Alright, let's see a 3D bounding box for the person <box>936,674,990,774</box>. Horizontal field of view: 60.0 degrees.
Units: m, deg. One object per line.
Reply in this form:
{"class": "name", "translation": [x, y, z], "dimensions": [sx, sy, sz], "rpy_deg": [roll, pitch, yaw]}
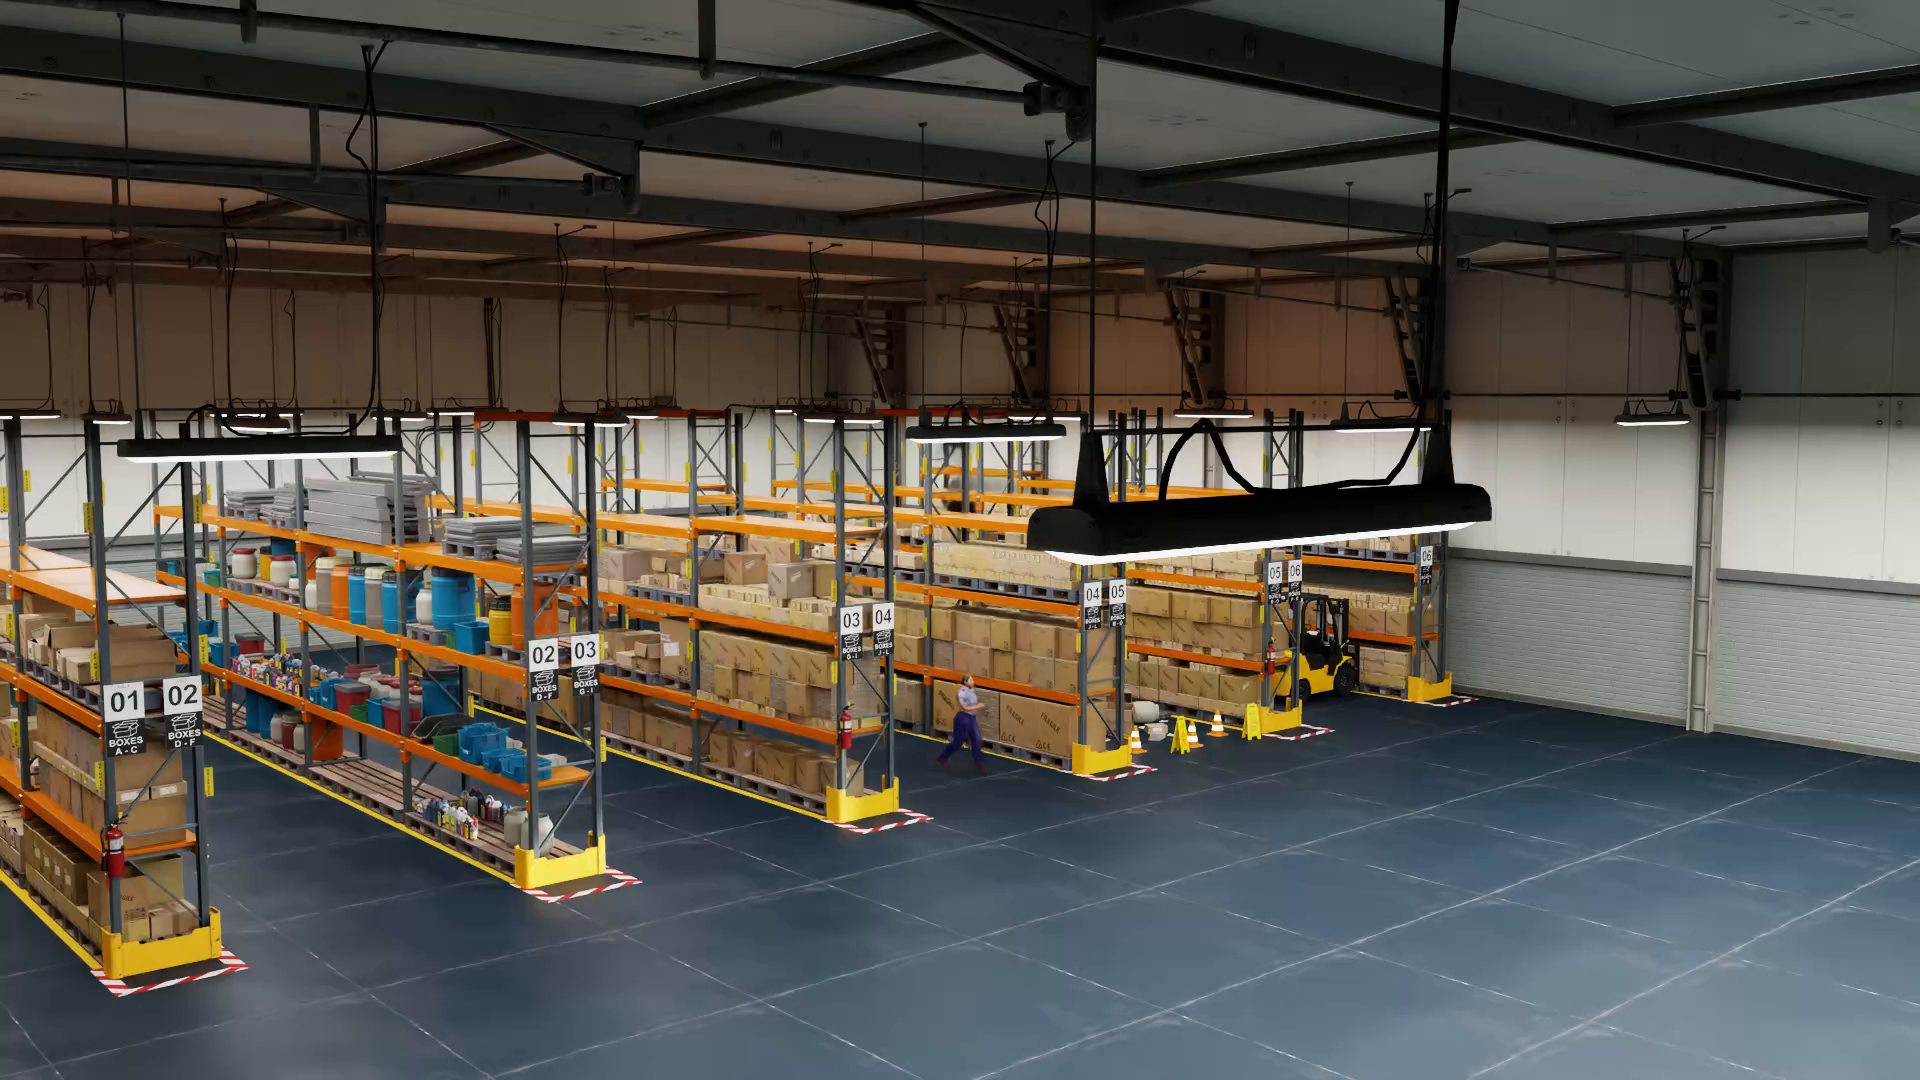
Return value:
{"class": "person", "translation": [0.061, 3.053, 27.771], "dimensions": [0.909, 1.670, 0.590], "rpy_deg": [2, 5, 20]}
